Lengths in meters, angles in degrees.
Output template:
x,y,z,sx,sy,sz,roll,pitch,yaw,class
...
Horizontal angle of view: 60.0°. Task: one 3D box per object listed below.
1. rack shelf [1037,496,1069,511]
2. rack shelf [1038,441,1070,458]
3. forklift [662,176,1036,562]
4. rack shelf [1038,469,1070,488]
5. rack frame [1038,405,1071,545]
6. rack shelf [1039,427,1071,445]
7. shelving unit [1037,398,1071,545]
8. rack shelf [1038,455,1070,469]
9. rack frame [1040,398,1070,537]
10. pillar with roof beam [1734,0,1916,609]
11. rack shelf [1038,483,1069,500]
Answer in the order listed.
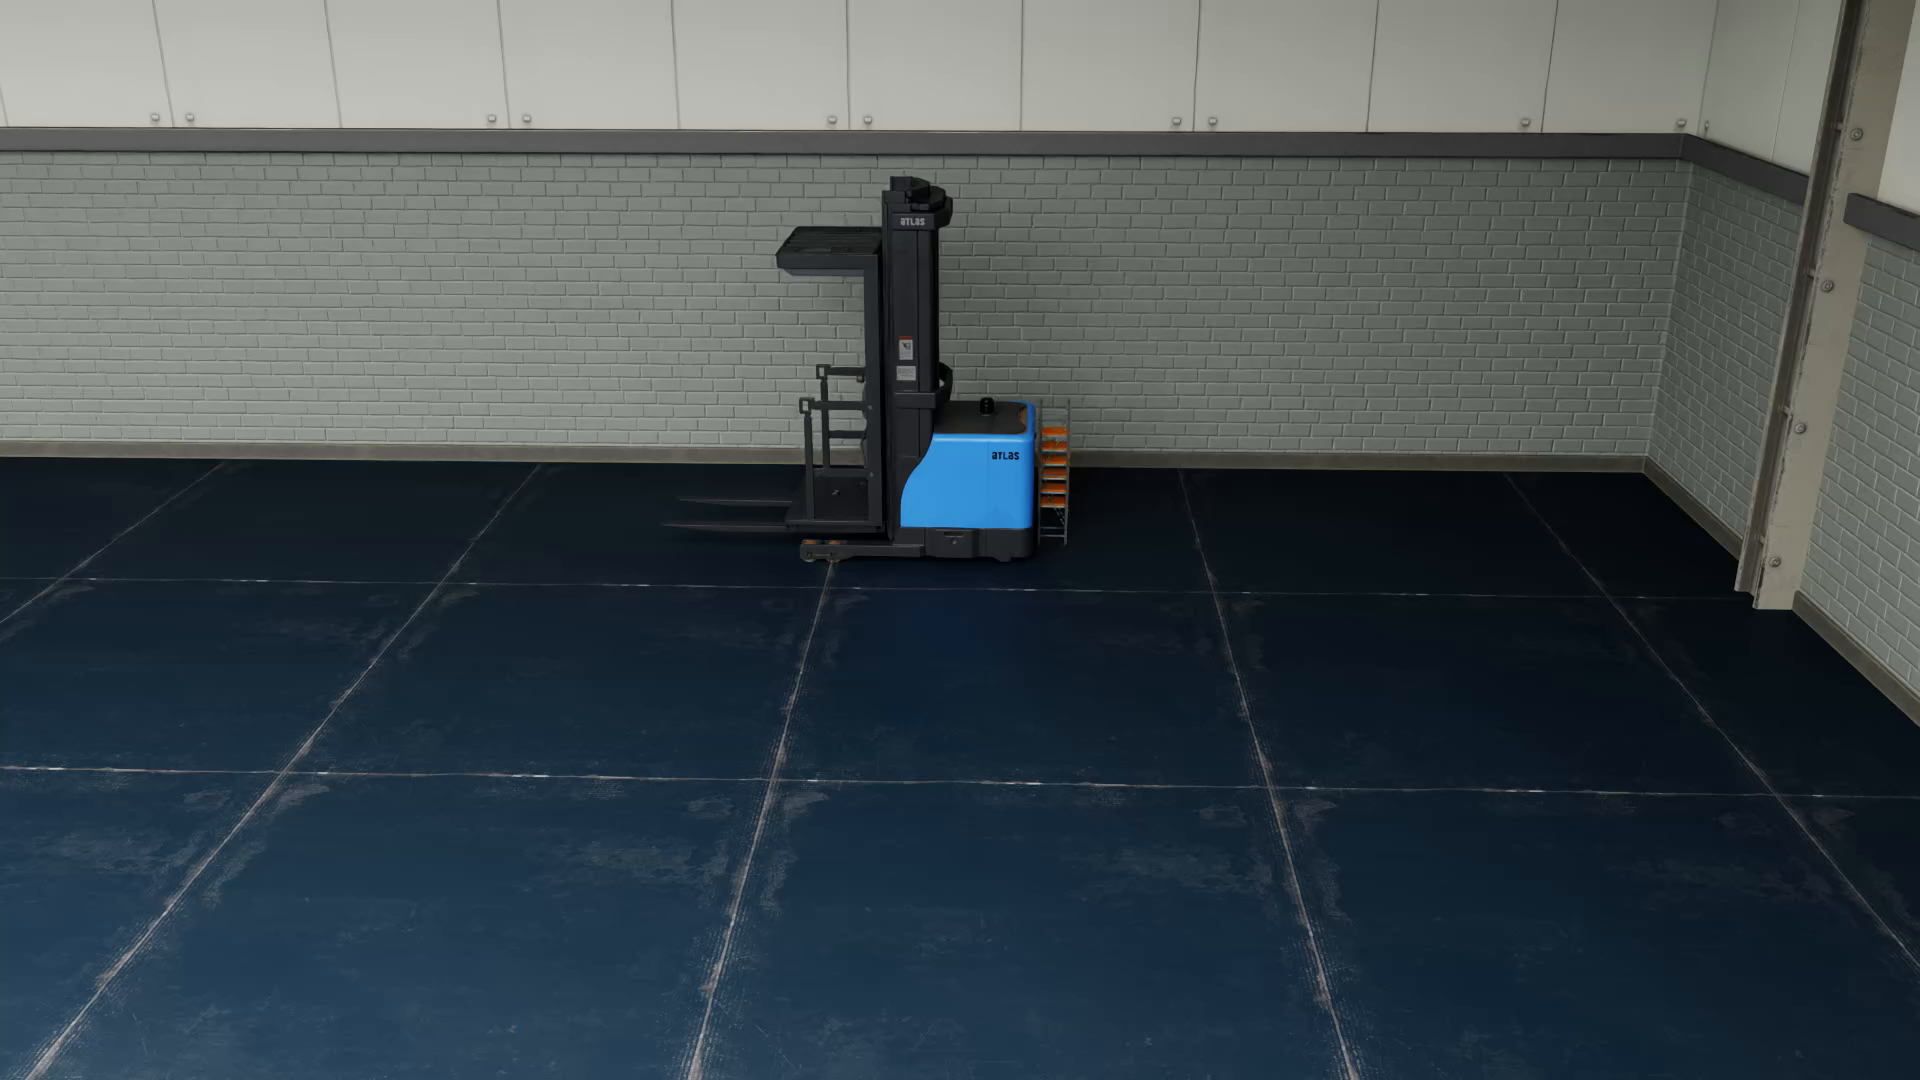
x,y,z,sx,sy,sz,roll,pitch,yaw,class
0.766,-0.286,13.686,0.258,0.103,0.180,1,21,3,rack shelf
0.767,-0.733,13.512,0.258,0.103,0.180,1,21,3,rack shelf
-0.897,-1.376,13.317,3.031,2.935,1.130,1,21,3,forklift
0.766,-0.510,13.599,0.258,0.103,0.180,1,21,3,rack shelf
0.761,-0.518,13.498,0.240,1.200,0.006,1,21,3,rack frame
0.767,-0.845,13.469,0.258,0.103,0.180,1,21,3,rack shelf
0.766,-0.551,13.583,0.258,1.200,0.189,1,21,3,shelving unit
0.766,-0.622,13.556,0.258,0.103,0.180,1,21,3,rack shelf
0.771,-0.584,13.668,0.240,1.200,0.006,1,21,3,rack frame
1.827,-3.795,11.162,9.100,9.000,0.400,1,21,2,pillar with roof beam
0.766,-0.398,13.643,0.258,0.103,0.180,1,21,3,rack shelf
